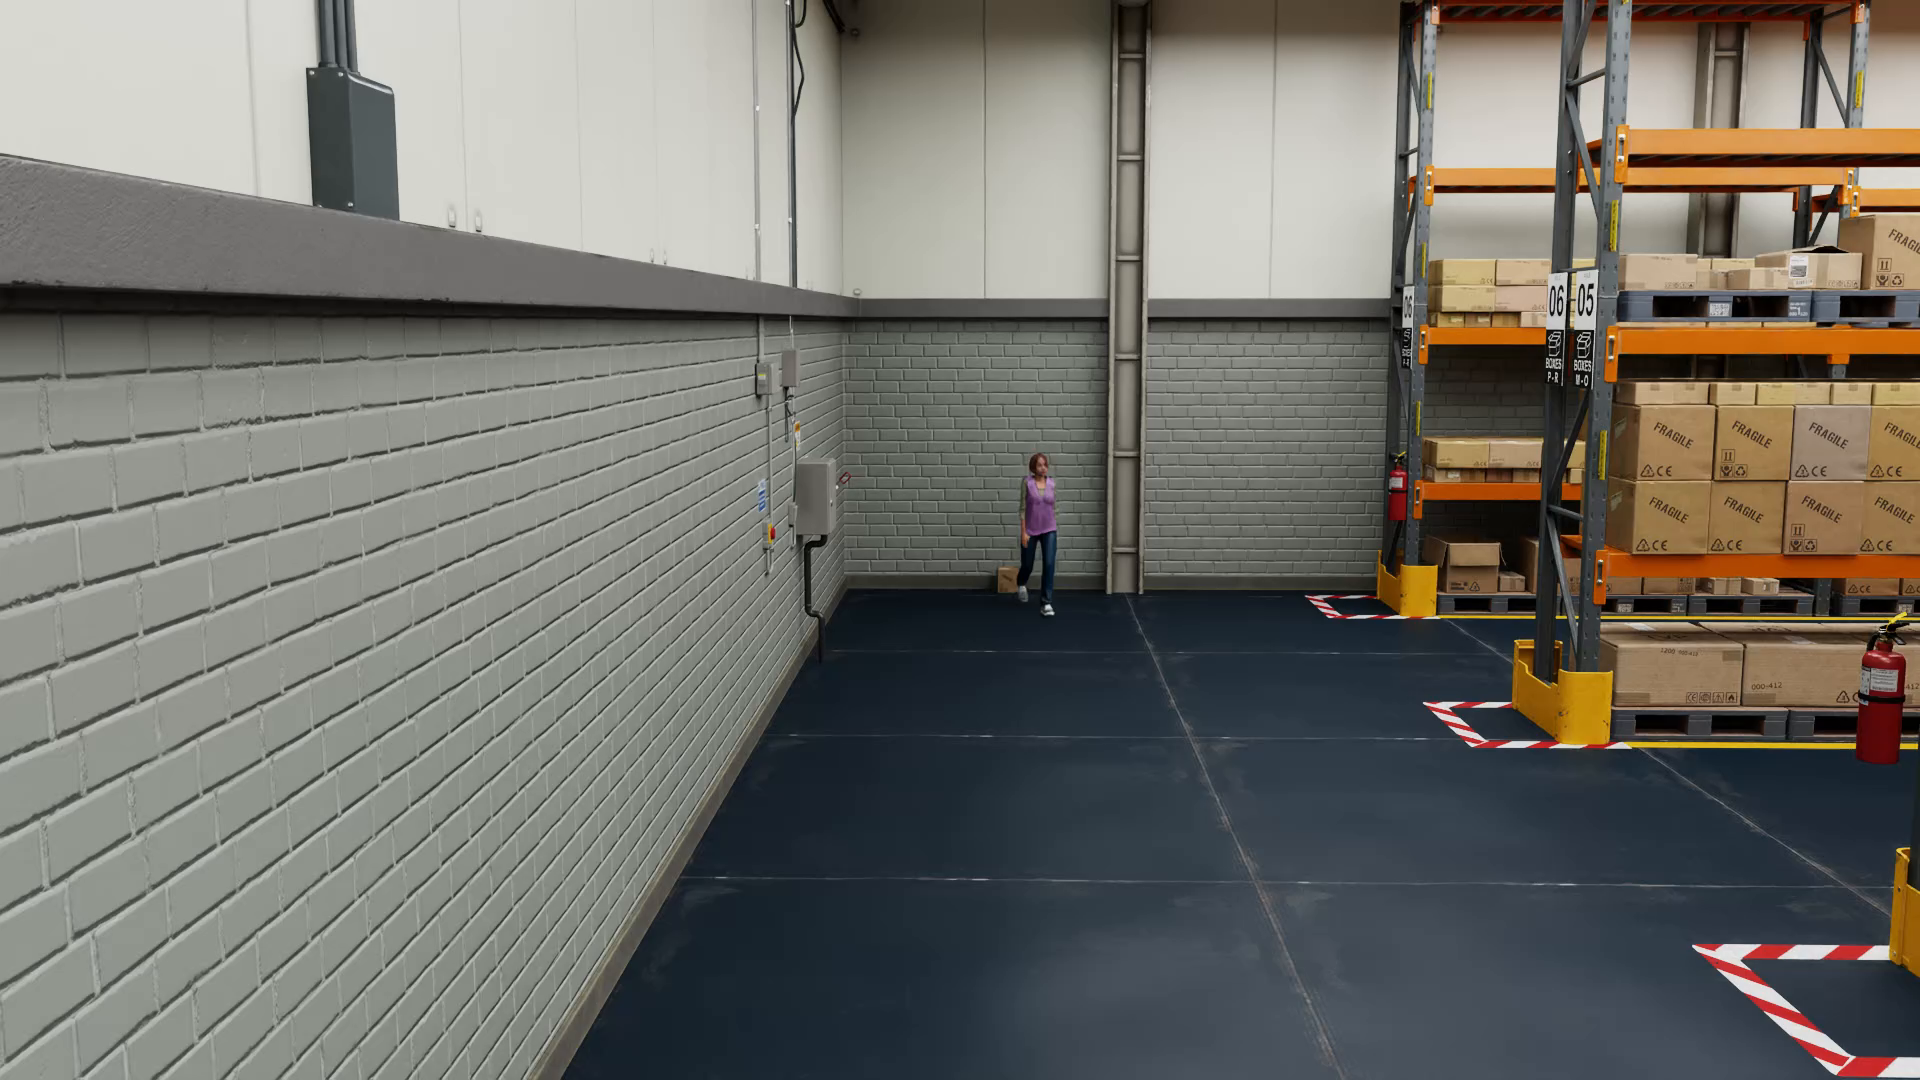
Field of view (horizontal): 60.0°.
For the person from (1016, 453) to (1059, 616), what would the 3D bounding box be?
[{"bbox_3d":[0.767,-0.079,16.348,0.406,1.571,0.759,-1,8,-7],"label":"person"}]
